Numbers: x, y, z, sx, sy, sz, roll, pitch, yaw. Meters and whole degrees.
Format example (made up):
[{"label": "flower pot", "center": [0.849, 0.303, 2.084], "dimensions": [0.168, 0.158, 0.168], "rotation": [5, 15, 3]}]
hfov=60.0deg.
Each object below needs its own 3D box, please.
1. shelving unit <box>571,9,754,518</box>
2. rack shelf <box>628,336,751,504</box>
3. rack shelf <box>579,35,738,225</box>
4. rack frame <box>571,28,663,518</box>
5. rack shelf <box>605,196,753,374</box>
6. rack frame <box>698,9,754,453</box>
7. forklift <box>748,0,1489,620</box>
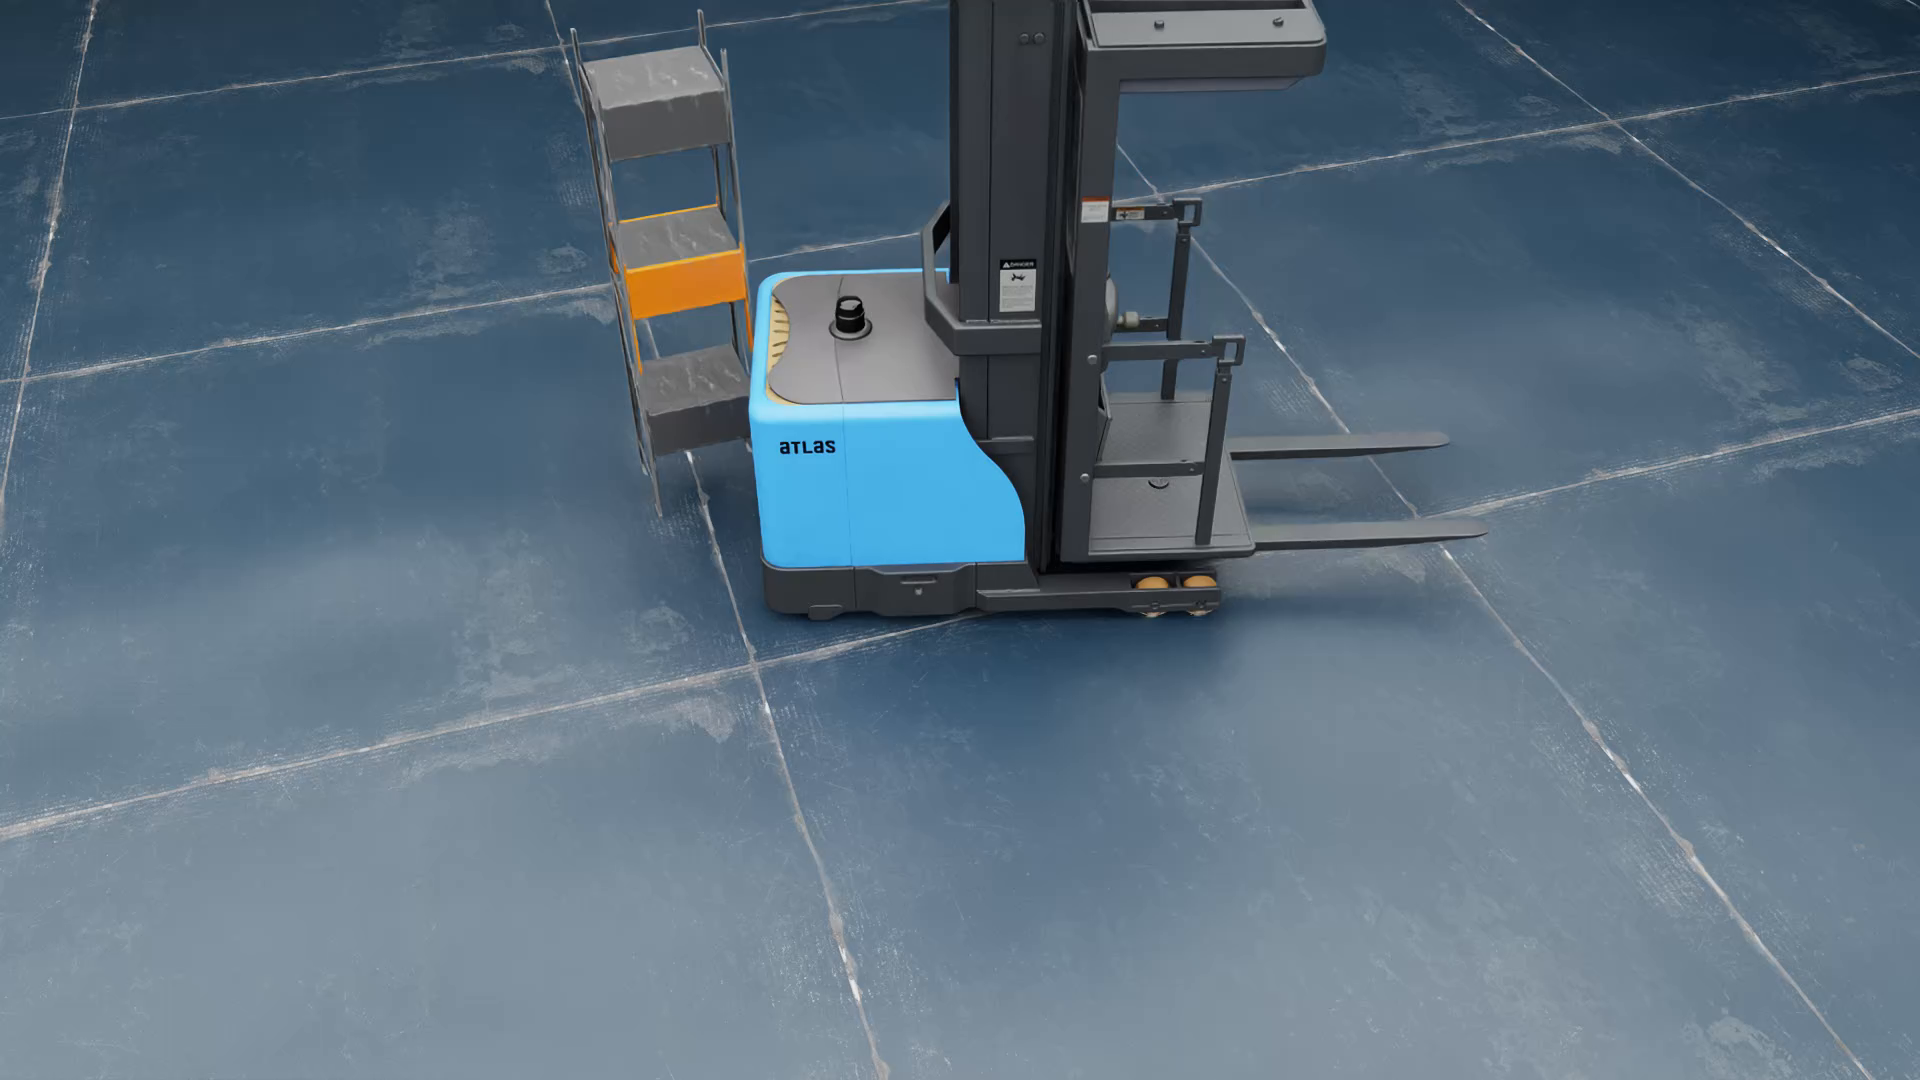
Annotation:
[{"label": "shelving unit", "center": [-1.163, -1.069, 6.878], "dimensions": [0.503, 2.100, 0.431], "rotation": [-14, 43, -15]}, {"label": "rack shelf", "center": [-1.163, -0.532, 7.347], "dimensions": [0.480, 0.518, 0.431], "rotation": [-14, 43, -15]}, {"label": "rack shelf", "center": [-1.163, -1.586, 6.426], "dimensions": [0.480, 0.518, 0.431], "rotation": [-14, 43, -15]}, {"label": "rack frame", "center": [-1.392, -1.014, 6.815], "dimensions": [0.015, 2.100, 0.400], "rotation": [-14, 43, -15]}, {"label": "rack shelf", "center": [-1.163, -1.059, 6.887], "dimensions": [0.480, 0.518, 0.431], "rotation": [-14, 43, -15]}, {"label": "rack frame", "center": [-0.934, -1.125, 6.941], "dimensions": [0.015, 2.100, 0.400], "rotation": [-14, 43, -15]}, {"label": "forklift", "center": [0.686, -1.138, 6.325], "dimensions": [3.031, 2.935, 1.130], "rotation": [-2, 41, -2]}]
